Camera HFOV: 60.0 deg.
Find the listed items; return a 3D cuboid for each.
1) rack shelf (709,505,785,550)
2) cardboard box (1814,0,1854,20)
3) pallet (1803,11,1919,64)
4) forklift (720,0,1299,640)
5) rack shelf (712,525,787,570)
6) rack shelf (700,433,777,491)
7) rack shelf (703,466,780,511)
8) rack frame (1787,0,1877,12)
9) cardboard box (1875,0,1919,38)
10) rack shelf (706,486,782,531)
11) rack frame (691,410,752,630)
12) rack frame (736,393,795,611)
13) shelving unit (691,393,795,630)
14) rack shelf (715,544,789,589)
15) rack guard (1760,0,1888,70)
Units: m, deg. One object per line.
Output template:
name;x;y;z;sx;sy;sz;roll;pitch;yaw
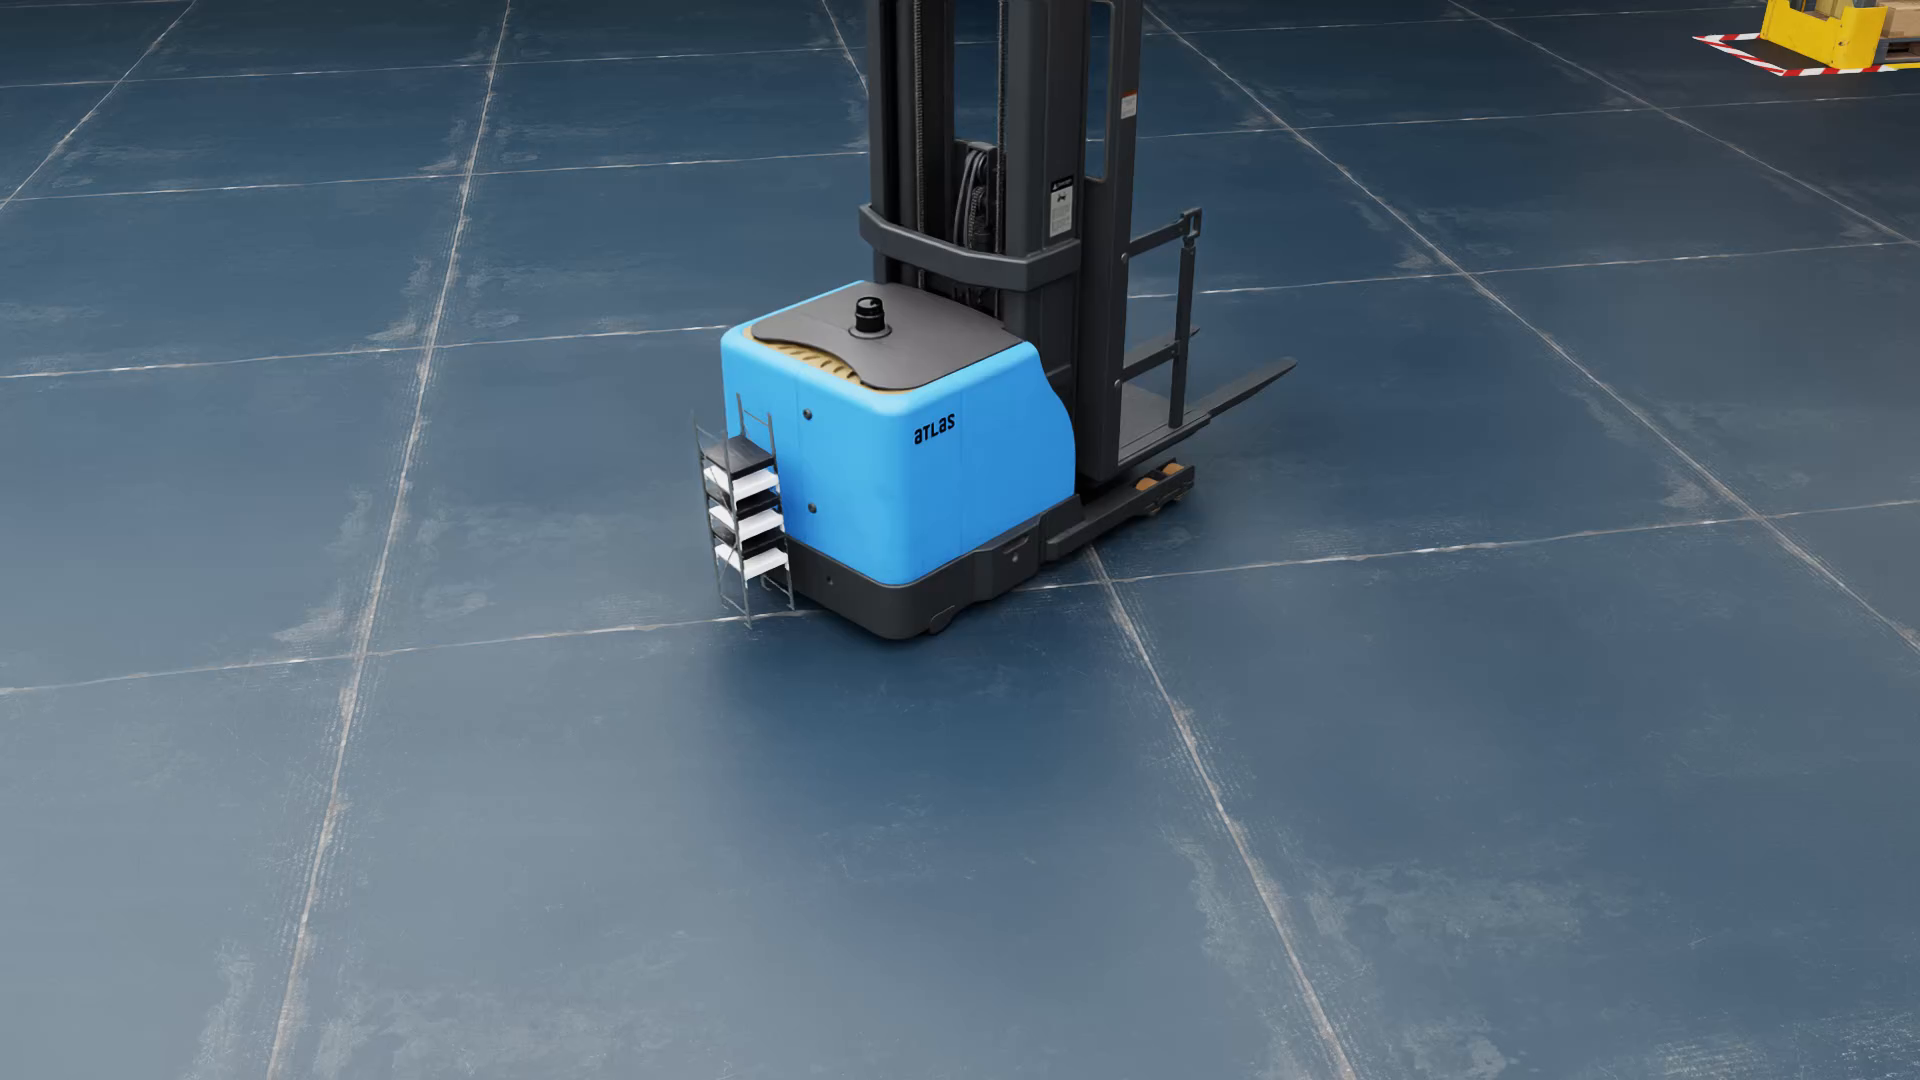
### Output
rack shelf;-0.846;-0.077;6.548;0.200;0.077;0.258;-25;38;-30
cardboard box;7.938;-4.743;14.656;0.500;0.250;0.500;-5;31;-9
pallet;8.208;-4.440;14.593;1.213;0.211;1.003;-5;31;-9
forklift;0.418;-1.532;6.964;1.130;2.935;3.031;26;39;36
rack shelf;-0.841;-0.001;6.596;0.200;0.077;0.258;-25;38;-30
rack shelf;-0.858;-0.304;6.403;0.200;0.077;0.258;-25;38;-30
rack shelf;-0.854;-0.228;6.451;0.200;0.077;0.258;-25;38;-30
rack frame;7.463;-5.551;13.732;0.127;3.000;1.000;-5;31;-9
cardboard box;8.031;-4.485;14.217;0.500;0.250;0.500;-5;31;-9
rack shelf;-0.850;-0.153;6.499;0.200;0.077;0.258;-25;38;-30
rack frame;-0.927;-0.068;6.479;0.006;0.900;0.240;-25;38;-30
rack frame;-0.767;-0.142;6.581;0.006;0.900;0.240;-25;38;-30
shelving unit;-0.847;-0.105;6.530;0.210;0.900;0.258;-25;38;-30
rack shelf;-0.837;0.075;6.644;0.200;0.077;0.258;-25;38;-30
rack guard;7.440;-4.472;14.362;0.348;0.500;1.175;-5;31;-9
